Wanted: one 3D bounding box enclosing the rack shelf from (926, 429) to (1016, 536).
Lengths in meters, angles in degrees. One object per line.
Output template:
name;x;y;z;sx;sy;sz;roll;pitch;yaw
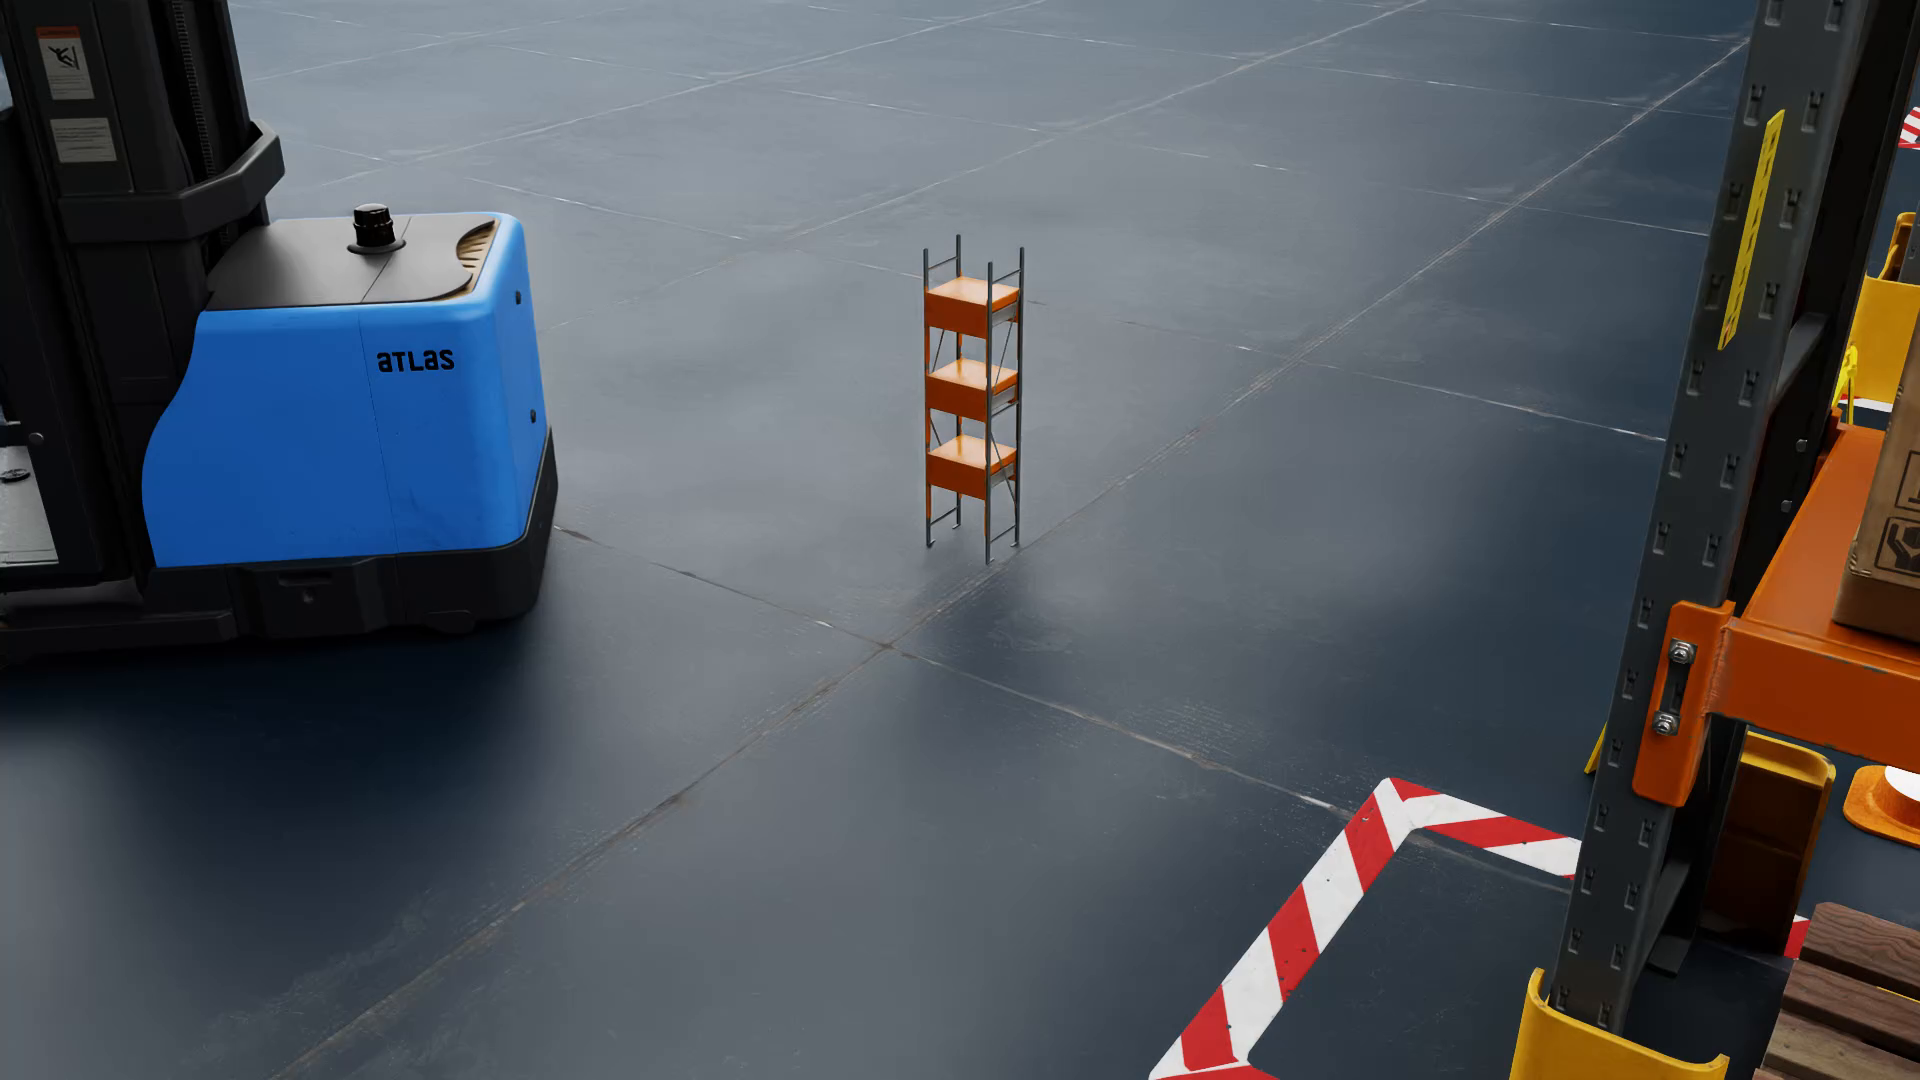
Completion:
rack shelf;0.044;-0.197;5.616;0.240;0.259;0.215;17;32;30

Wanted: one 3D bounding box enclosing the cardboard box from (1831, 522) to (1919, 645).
cardboard box;1.583;0.026;2.668;0.250;0.149;0.380;17;32;31

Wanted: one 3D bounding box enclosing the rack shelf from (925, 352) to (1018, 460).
rack shelf;0.044;-0.445;5.490;0.240;0.259;0.215;17;32;30

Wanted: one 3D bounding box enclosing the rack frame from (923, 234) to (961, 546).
rack frame;-0.056;-0.485;5.546;0.008;1.050;0.200;17;32;30

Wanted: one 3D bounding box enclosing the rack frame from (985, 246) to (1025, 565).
rack frame;0.145;-0.423;5.423;0.008;1.050;0.200;17;32;30

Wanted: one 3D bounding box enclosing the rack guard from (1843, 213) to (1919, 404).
rack guard;4.120;-1.019;7.201;0.348;0.500;1.175;17;32;30

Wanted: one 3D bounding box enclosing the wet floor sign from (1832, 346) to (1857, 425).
wet floor sign;2.994;-0.345;5.716;0.232;0.644;0.267;12;29;22

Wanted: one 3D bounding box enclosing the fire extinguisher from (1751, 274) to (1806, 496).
fire extinguisher;1.587;-0.417;3.348;0.183;0.674;0.296;17;32;30

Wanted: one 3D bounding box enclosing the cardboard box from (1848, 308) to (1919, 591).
cardboard box;1.654;-0.202;2.402;0.500;0.500;0.500;17;31;30

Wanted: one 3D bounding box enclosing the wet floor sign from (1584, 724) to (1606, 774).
wet floor sign;1.869;0.350;4.350;0.267;0.644;0.232;-18;32;-31

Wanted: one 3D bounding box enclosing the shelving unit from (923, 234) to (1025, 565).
shelving unit;0.044;-0.454;5.485;0.252;1.050;0.215;17;32;30

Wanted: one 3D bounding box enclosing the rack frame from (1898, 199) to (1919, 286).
rack frame;4.139;-2.127;6.622;0.127;3.000;1.000;17;32;30

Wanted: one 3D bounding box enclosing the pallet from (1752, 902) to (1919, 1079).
pallet;2.132;1.234;3.093;1.213;0.211;1.003;17;32;30

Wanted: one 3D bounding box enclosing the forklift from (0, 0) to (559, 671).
forklift;-2.885;-1.149;4.776;3.031;2.935;1.130;-3;27;-7

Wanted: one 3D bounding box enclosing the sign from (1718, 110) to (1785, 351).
sign;1.113;-0.433;2.340;0.005;0.325;0.100;17;32;30

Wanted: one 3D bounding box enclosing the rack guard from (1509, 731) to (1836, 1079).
rack guard;1.483;0.883;3.463;0.348;0.500;1.175;17;32;30

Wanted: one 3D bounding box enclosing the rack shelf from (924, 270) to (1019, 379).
rack shelf;0.044;-0.698;5.361;0.240;0.259;0.215;17;32;30

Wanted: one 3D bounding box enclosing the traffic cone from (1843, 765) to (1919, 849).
traffic cone;2.505;0.508;4.241;0.334;0.463;0.336;17;32;30

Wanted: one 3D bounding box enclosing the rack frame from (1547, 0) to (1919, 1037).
rack frame;1.420;-0.250;2.935;0.127;3.000;1.000;17;32;30

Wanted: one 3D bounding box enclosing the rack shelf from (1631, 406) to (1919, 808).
rack shelf;3.069;0.584;2.089;4.000;0.370;1.077;17;32;30
